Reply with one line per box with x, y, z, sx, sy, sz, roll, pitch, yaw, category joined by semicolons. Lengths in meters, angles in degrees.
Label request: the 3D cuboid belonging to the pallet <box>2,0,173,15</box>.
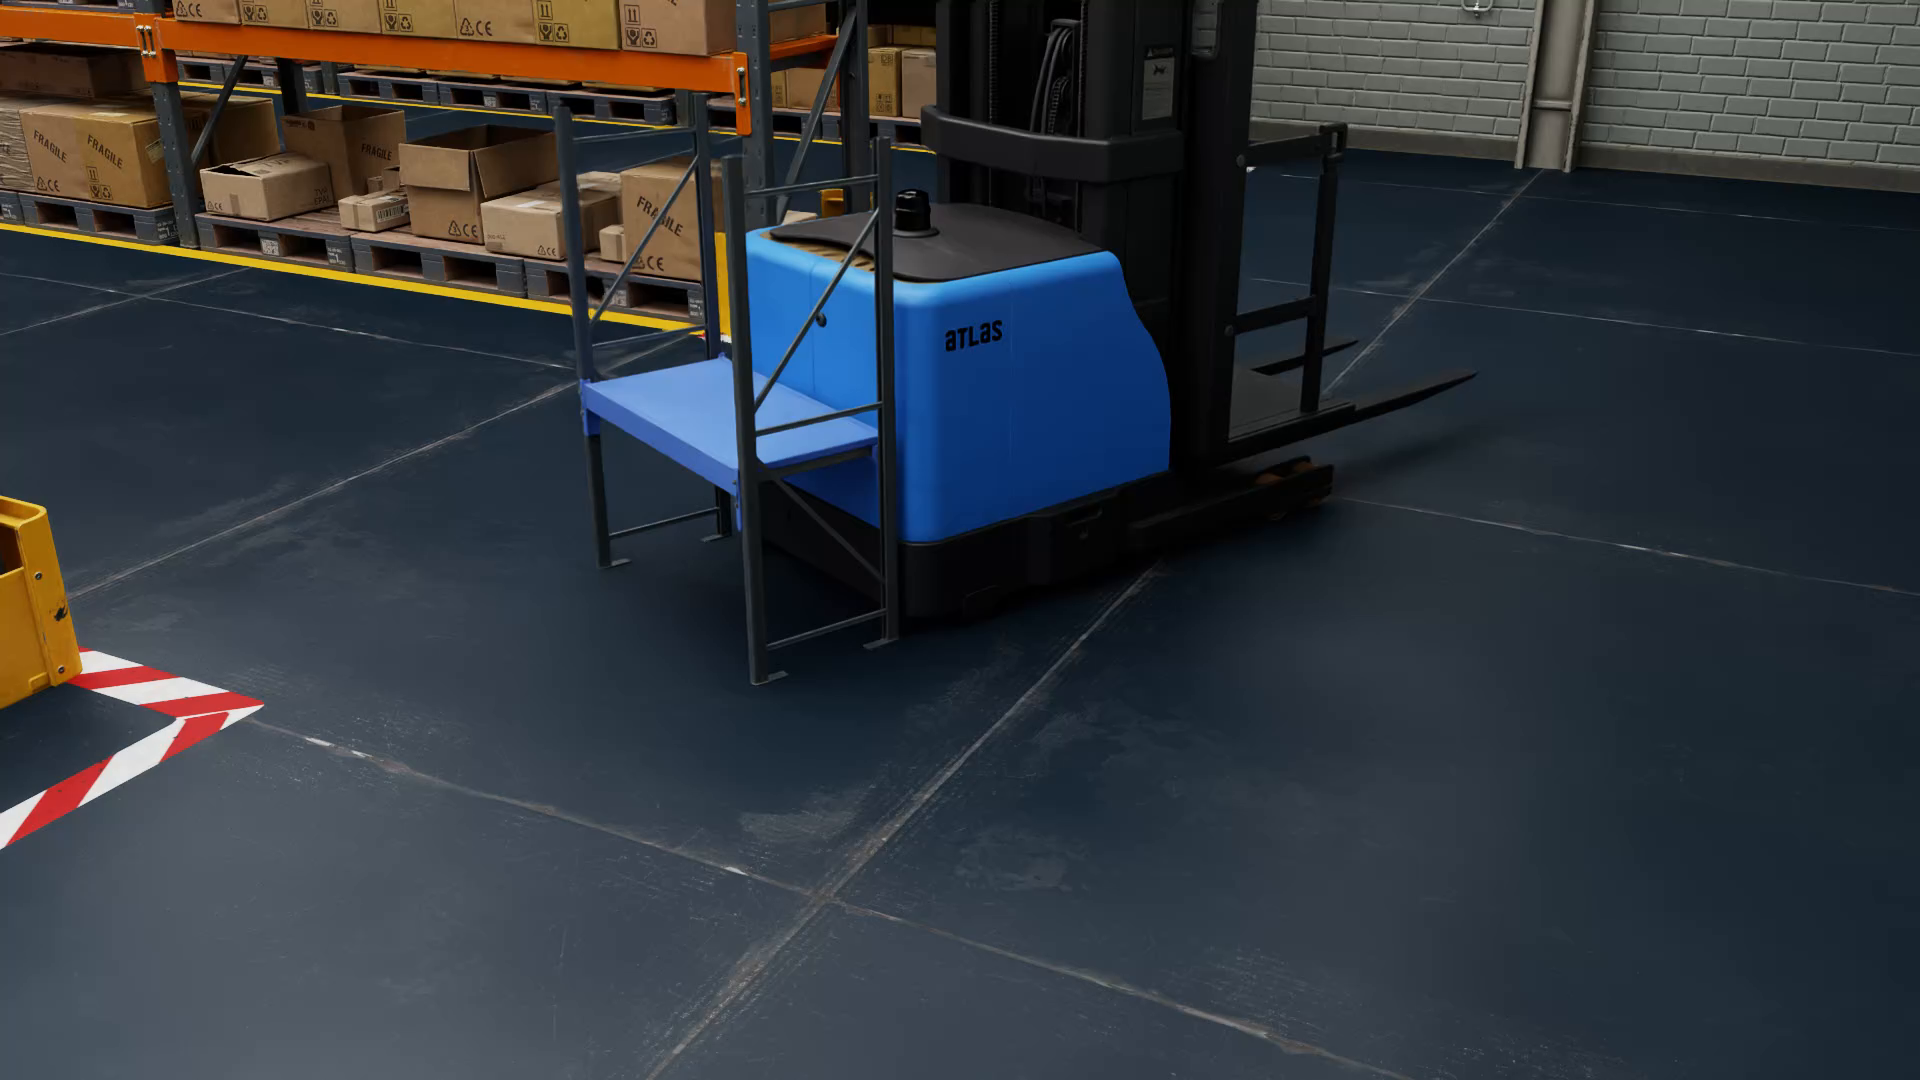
-4.975;-3.356;10.053;1.213;0.211;1.003;11;25;25;pallet

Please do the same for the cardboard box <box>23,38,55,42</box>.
-9.710;-5.391;17.652;0.250;0.166;0.380;8;24;18;cardboard box

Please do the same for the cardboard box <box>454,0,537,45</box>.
-2.172;-2.769;8.300;0.500;0.500;0.500;11;26;25;cardboard box

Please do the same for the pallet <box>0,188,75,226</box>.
-6.147;-2.327;10.952;1.213;0.211;1.003;11;25;25;pallet

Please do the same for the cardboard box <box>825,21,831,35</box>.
-1.235;-4.045;13.257;0.250;0.149;0.380;12;26;26;cardboard box

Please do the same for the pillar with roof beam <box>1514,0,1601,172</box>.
2.347;-5.372;6.883;0.400;9.000;9.100;11;25;25;pillar with roof beam

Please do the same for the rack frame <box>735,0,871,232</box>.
-0.742;-2.559;7.933;0.127;3.000;1.000;11;25;25;rack frame

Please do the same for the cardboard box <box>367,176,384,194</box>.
-3.313;-2.109;9.956;0.250;0.149;0.380;11;25;25;cardboard box

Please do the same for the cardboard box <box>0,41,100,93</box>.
-5.974;-3.098;10.875;0.500;0.250;0.500;11;25;24;cardboard box

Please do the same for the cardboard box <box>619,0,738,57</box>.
-1.264;-2.589;7.876;0.500;0.500;0.500;12;26;26;cardboard box

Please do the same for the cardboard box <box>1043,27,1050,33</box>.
0.569;-3.856;12.814;0.250;0.149;0.380;11;26;25;cardboard box

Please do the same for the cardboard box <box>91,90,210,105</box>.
-5.114;-2.578;10.611;0.500;0.500;0.500;12;26;25;cardboard box

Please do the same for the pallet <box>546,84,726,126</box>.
-2.802;-3.822;14.468;1.213;0.211;1.003;11;25;25;pallet

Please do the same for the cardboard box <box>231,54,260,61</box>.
-6.723;-4.995;16.293;0.500;0.500;0.700;11;25;24;cardboard box

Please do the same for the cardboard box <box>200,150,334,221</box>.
-4.035;-2.080;9.682;0.500;0.311;0.500;11;25;25;cardboard box

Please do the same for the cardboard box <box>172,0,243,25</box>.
-3.980;-3.126;9.139;0.500;0.500;0.500;12;26;26;cardboard box

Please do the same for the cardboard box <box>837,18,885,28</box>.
-0.792;-4.126;13.447;0.250;0.149;0.380;10;25;23;cardboard box

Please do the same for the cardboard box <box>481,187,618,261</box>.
-2.173;-1.684;8.828;0.500;0.250;0.500;11;25;25;cardboard box

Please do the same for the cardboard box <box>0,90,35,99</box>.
-6.221;-2.572;10.597;0.500;0.500;0.500;10;25;23;cardboard box

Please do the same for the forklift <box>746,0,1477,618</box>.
0.725;-1.561;5.677;3.031;2.935;1.130;-17;29;-35;forklift

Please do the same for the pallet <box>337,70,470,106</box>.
-4.980;-4.253;15.481;1.213;0.211;1.003;11;25;25;pallet

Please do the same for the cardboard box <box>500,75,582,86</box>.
-3.513;-4.425;14.532;0.750;0.750;0.750;12;26;26;cardboard box

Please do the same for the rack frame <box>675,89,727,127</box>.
-2.080;-4.996;13.664;0.127;3.000;1.000;11;25;25;rack frame

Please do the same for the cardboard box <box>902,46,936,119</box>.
-0.076;-3.598;13.035;0.500;0.500;0.700;10;25;23;cardboard box

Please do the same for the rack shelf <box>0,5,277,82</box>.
-6.096;-3.287;10.565;4.000;0.370;1.077;11;25;25;rack shelf

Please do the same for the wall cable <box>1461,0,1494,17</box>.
3.059;-4.861;12.050;1.851;1.984;0.084;11;25;25;wall cable

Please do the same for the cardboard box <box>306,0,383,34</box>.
-3.076;-2.947;8.720;0.500;0.500;0.500;11;25;24;cardboard box

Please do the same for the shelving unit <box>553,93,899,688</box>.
-0.697;-0.491;4.987;0.538;1.500;1.048;-16;28;-33;shelving unit

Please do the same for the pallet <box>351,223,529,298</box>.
-2.606;-1.645;9.349;1.213;0.211;1.003;11;25;25;pallet

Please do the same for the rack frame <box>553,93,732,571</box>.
-1.001;-0.650;5.362;0.500;1.500;0.032;-16;28;-33;rack frame

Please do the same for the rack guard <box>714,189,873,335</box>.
-0.810;-1.422;8.454;0.348;0.500;1.175;11;25;25;rack guard

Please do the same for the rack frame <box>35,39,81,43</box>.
-9.219;-6.408;16.986;0.127;3.000;1.000;11;25;25;rack frame

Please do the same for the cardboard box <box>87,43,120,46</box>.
-8.555;-5.336;17.097;0.500;0.500;0.700;12;26;26;cardboard box

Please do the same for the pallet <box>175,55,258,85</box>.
-7.431;-4.773;16.704;1.213;0.211;1.003;11;25;25;pallet

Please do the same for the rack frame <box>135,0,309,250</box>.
-4.312;-3.265;9.594;0.127;3.000;1.000;11;25;25;rack frame

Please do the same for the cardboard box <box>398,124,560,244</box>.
-2.633;-1.989;9.221;0.637;0.503;0.797;11;25;25;cardboard box

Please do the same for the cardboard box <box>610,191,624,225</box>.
-1.545;-1.779;9.052;0.500;0.250;0.500;11;25;25;cardboard box

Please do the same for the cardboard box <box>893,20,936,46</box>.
-0.336;-4.035;13.235;0.250;0.149;0.380;11;25;24;cardboard box

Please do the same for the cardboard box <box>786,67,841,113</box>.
-1.012;-3.781;13.465;0.500;0.500;0.700;11;25;24;cardboard box

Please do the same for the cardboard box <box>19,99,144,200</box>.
-5.319;-2.394;10.179;0.500;0.500;0.500;11;26;25;cardboard box

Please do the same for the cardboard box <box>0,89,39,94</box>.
-6.008;-2.758;11.035;0.500;0.500;0.500;10;25;23;cardboard box

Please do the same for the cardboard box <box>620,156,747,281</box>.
-1.338;-1.621;8.360;0.500;0.500;0.500;11;25;25;cardboard box

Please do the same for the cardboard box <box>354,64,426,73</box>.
-5.052;-4.730;15.250;0.750;0.750;0.750;11;25;24;cardboard box

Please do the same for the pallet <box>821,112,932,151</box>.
-0.344;-3.336;13.324;1.213;0.211;1.003;11;25;25;pallet

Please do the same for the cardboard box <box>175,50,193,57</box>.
-7.634;-5.158;16.678;0.500;0.500;0.700;12;26;25;cardboard box
